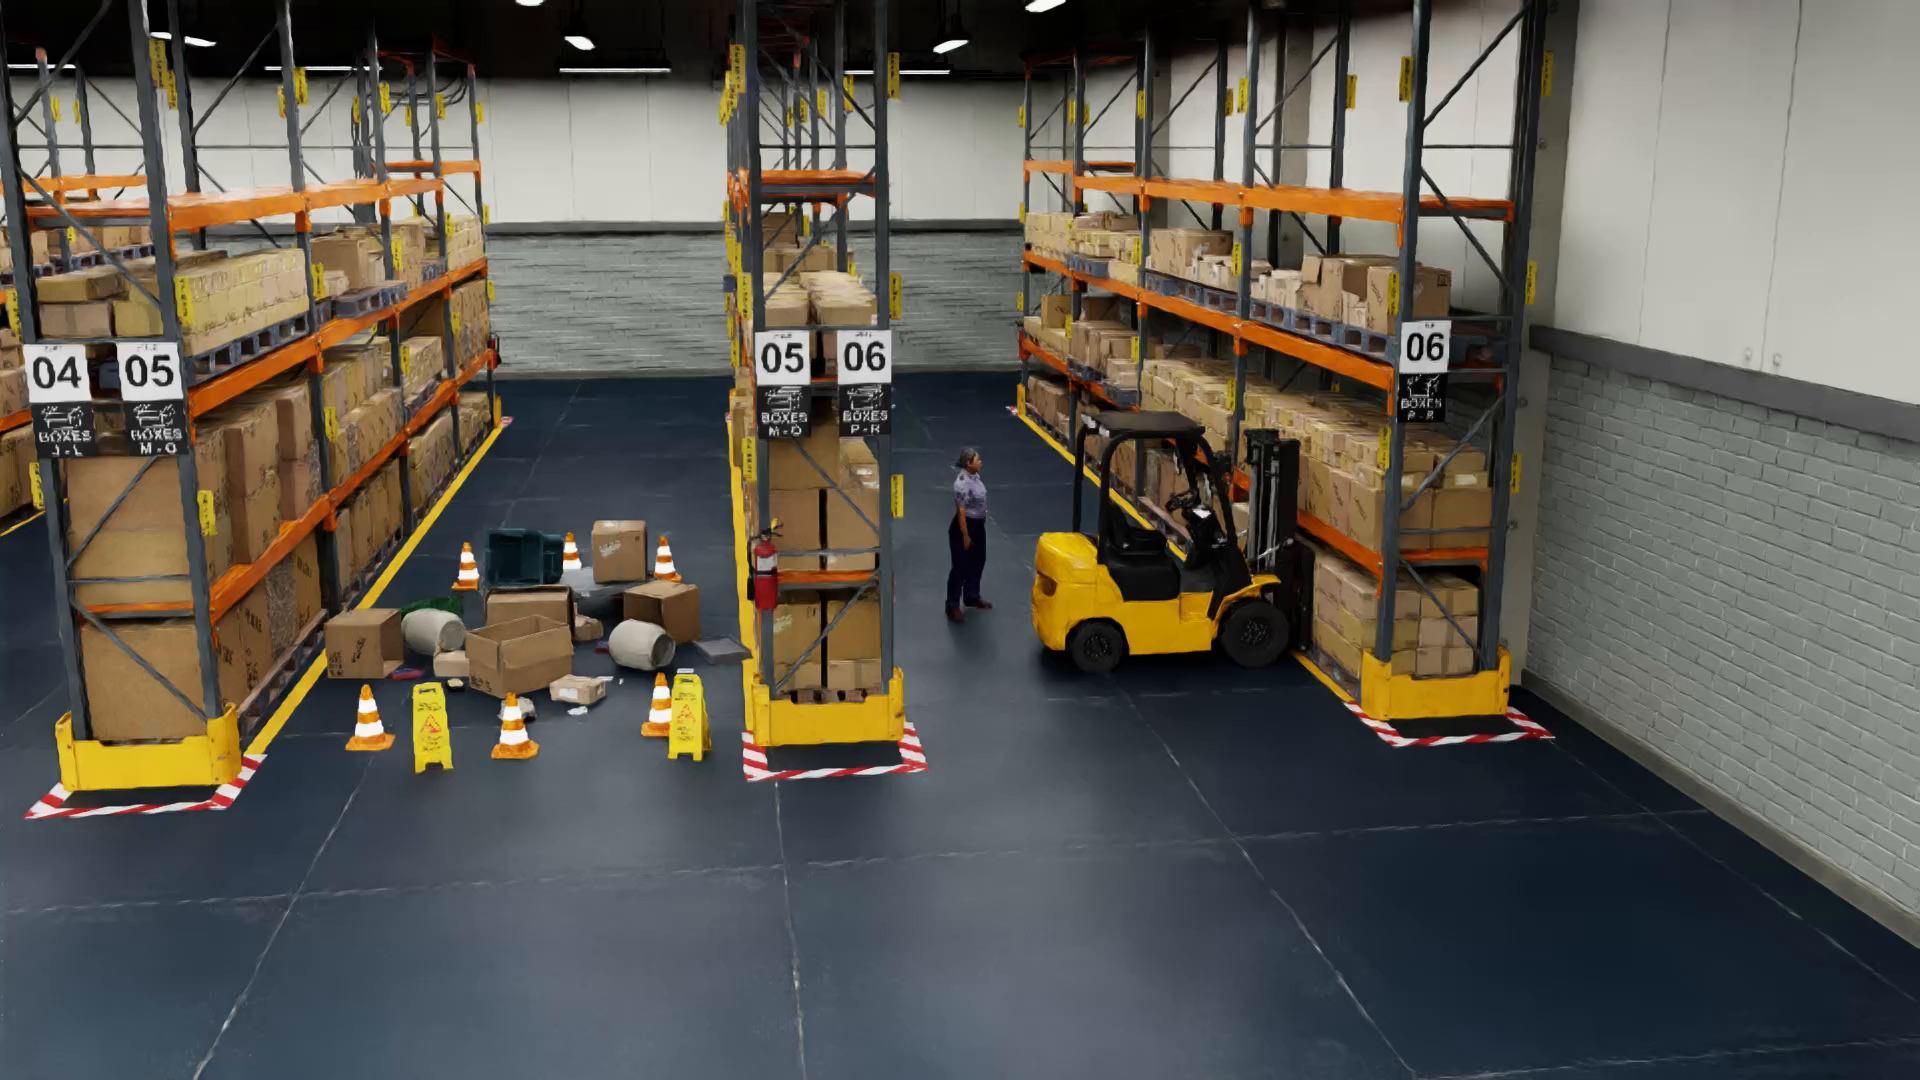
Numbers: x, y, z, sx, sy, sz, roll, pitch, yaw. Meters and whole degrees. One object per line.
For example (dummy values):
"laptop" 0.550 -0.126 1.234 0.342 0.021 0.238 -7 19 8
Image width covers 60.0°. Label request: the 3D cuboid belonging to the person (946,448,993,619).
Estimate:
"person" 0.076 -0.087 16.296 0.376 1.656 0.600 5 14 19
